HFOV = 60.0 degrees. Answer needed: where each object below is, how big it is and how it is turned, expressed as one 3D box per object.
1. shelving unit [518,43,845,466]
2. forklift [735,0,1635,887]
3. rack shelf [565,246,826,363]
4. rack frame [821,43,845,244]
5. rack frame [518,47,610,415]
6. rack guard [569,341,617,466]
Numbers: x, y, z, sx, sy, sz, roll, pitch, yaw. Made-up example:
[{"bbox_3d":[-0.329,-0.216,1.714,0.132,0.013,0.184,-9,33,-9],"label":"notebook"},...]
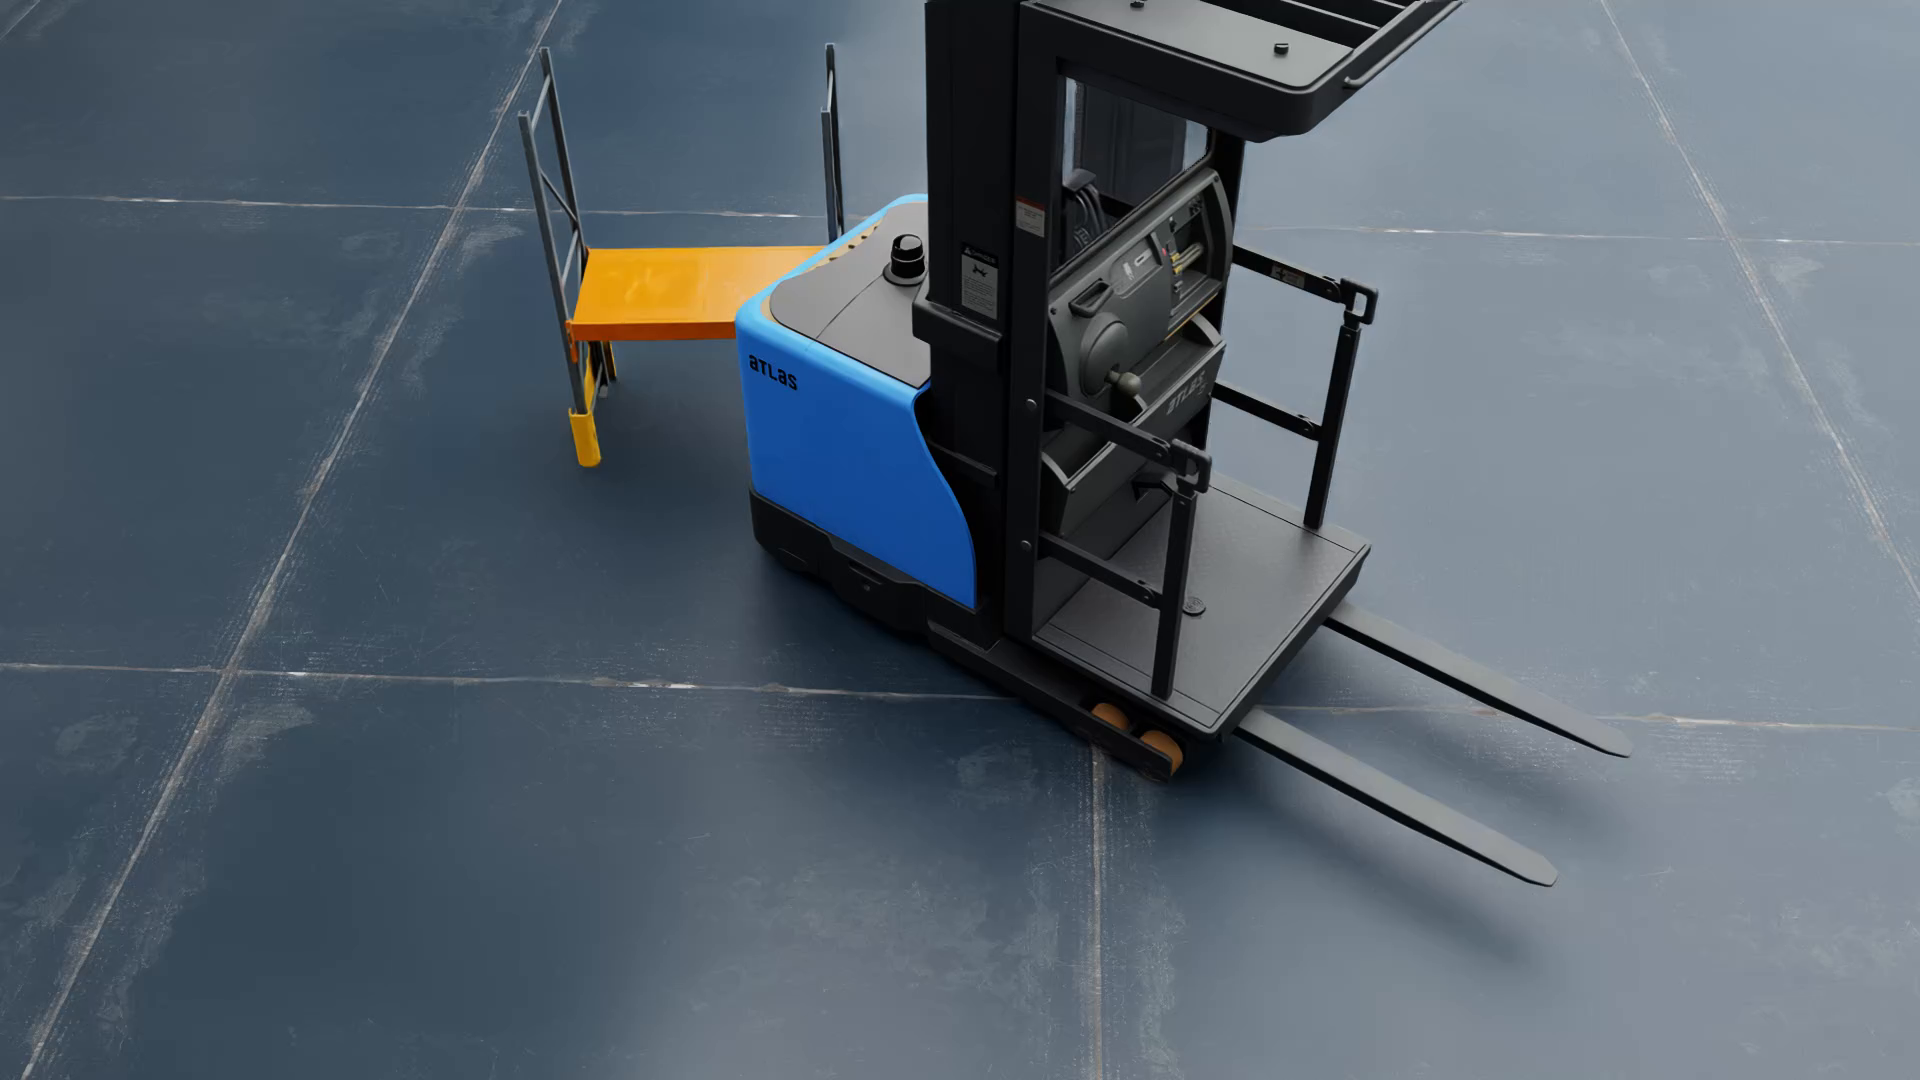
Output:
[{"bbox_3d":[-0.976,-1.051,6.278,1.083,1.500,0.587,-1,43,-1],"label":"shelving unit"},{"bbox_3d":[0.715,-0.703,4.855,3.031,2.935,1.130,27,49,26],"label":"forklift"},{"bbox_3d":[-0.967,-0.920,6.401,1.000,0.185,0.538,-1,43,-1],"label":"rack shelf"},{"bbox_3d":[-0.459,-1.061,6.289,0.032,1.500,0.500,-1,43,-1],"label":"rack frame"},{"bbox_3d":[-1.475,-1.042,6.268,0.032,1.500,0.500,-1,43,-1],"label":"rack frame"},{"bbox_3d":[-1.474,-0.585,6.694,0.087,0.250,0.587,-1,43,-1],"label":"rack guard"}]
